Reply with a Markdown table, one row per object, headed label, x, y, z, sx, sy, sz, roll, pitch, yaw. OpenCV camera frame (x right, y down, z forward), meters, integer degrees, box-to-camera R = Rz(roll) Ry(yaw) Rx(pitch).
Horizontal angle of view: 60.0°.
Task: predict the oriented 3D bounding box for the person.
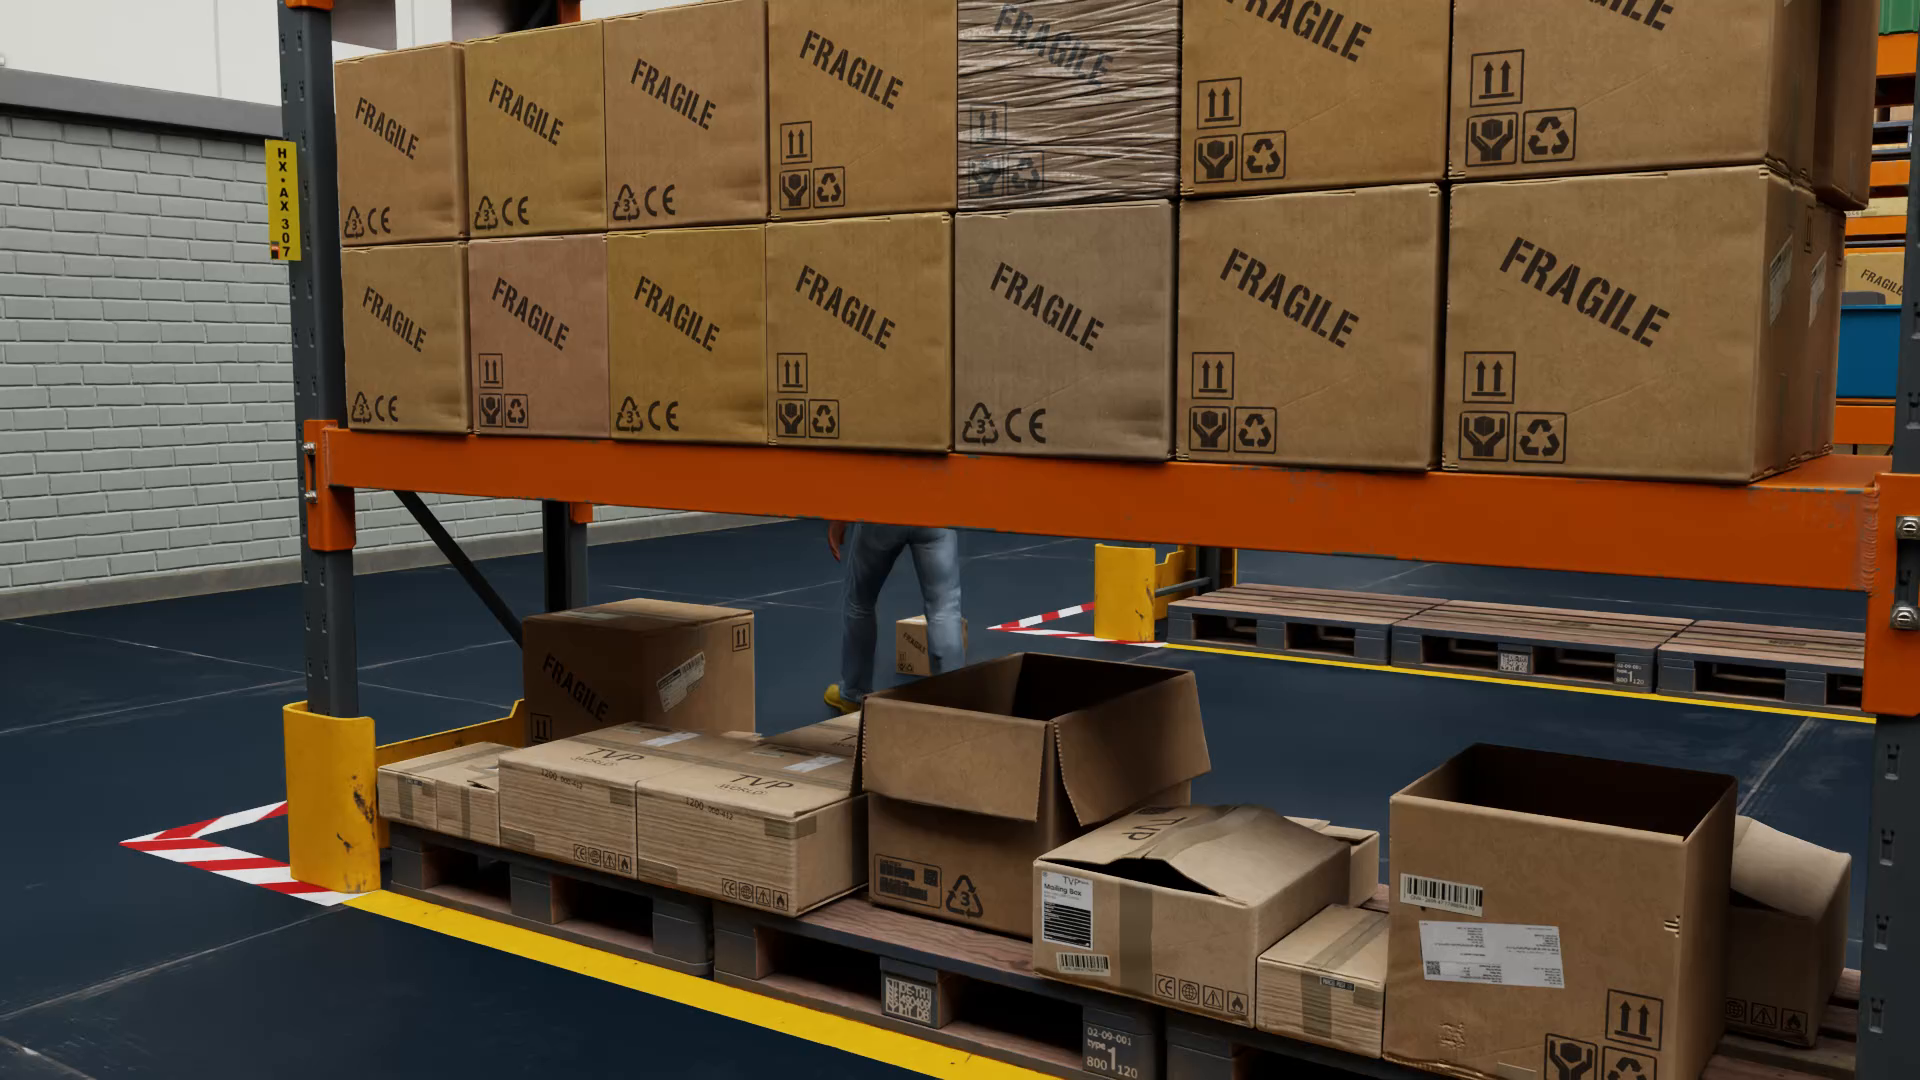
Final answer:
| label | x | y | z | sx | sy | sz | roll | pitch | yaw |
| --- | --- | --- | --- | --- | --- | --- | --- | --- | --- |
| person | 6.604 | 0.212 | 3.907 | 13.402 | 1.721 | 8.305 | -1 | 6 | -8 |
